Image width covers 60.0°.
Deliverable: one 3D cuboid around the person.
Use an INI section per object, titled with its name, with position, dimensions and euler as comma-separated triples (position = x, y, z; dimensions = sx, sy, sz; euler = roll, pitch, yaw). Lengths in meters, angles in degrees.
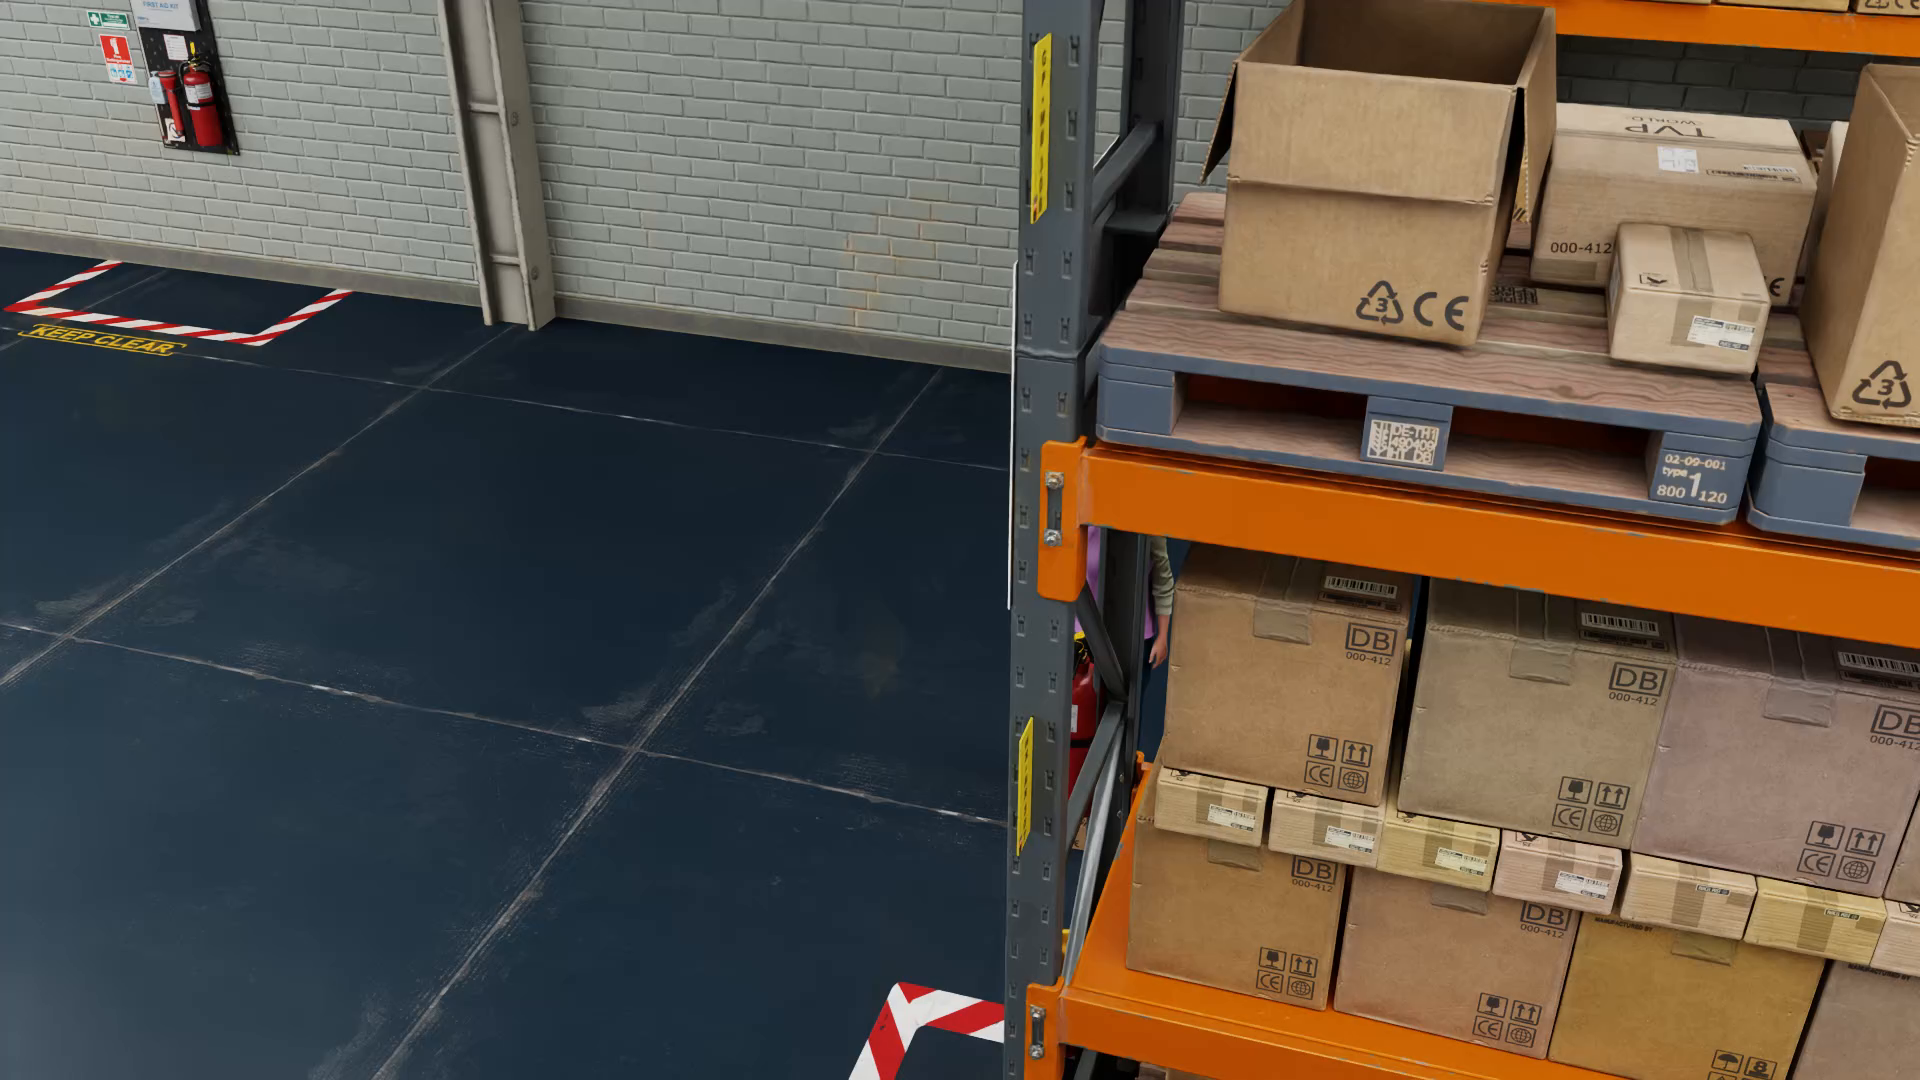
[person]
position = 0.581, 0.362, 6.501
dimensions = 0.485, 1.593, 0.342
euler = 7, 30, 12
